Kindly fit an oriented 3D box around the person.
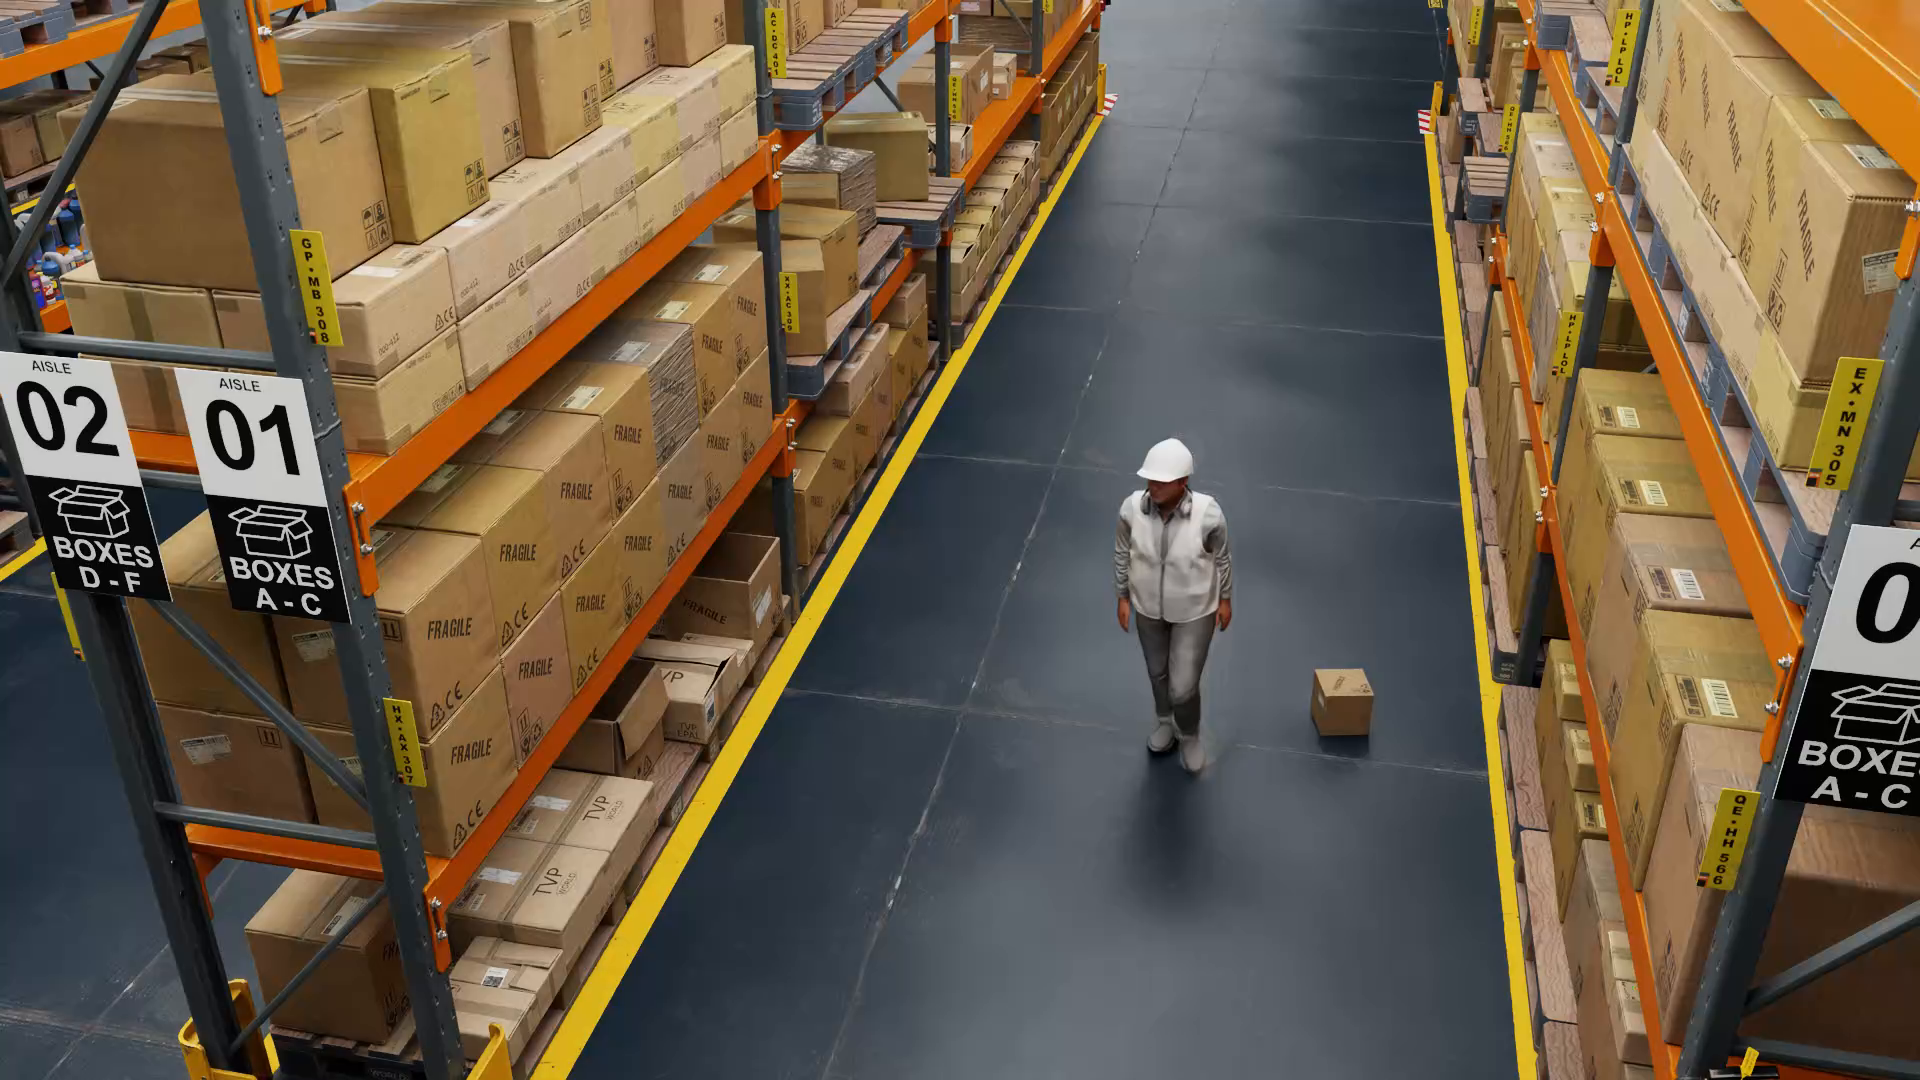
[{"bbox_3d":[1.012,0.293,8.019,0.564,1.756,0.535,13,31,23],"label":"person"}]
